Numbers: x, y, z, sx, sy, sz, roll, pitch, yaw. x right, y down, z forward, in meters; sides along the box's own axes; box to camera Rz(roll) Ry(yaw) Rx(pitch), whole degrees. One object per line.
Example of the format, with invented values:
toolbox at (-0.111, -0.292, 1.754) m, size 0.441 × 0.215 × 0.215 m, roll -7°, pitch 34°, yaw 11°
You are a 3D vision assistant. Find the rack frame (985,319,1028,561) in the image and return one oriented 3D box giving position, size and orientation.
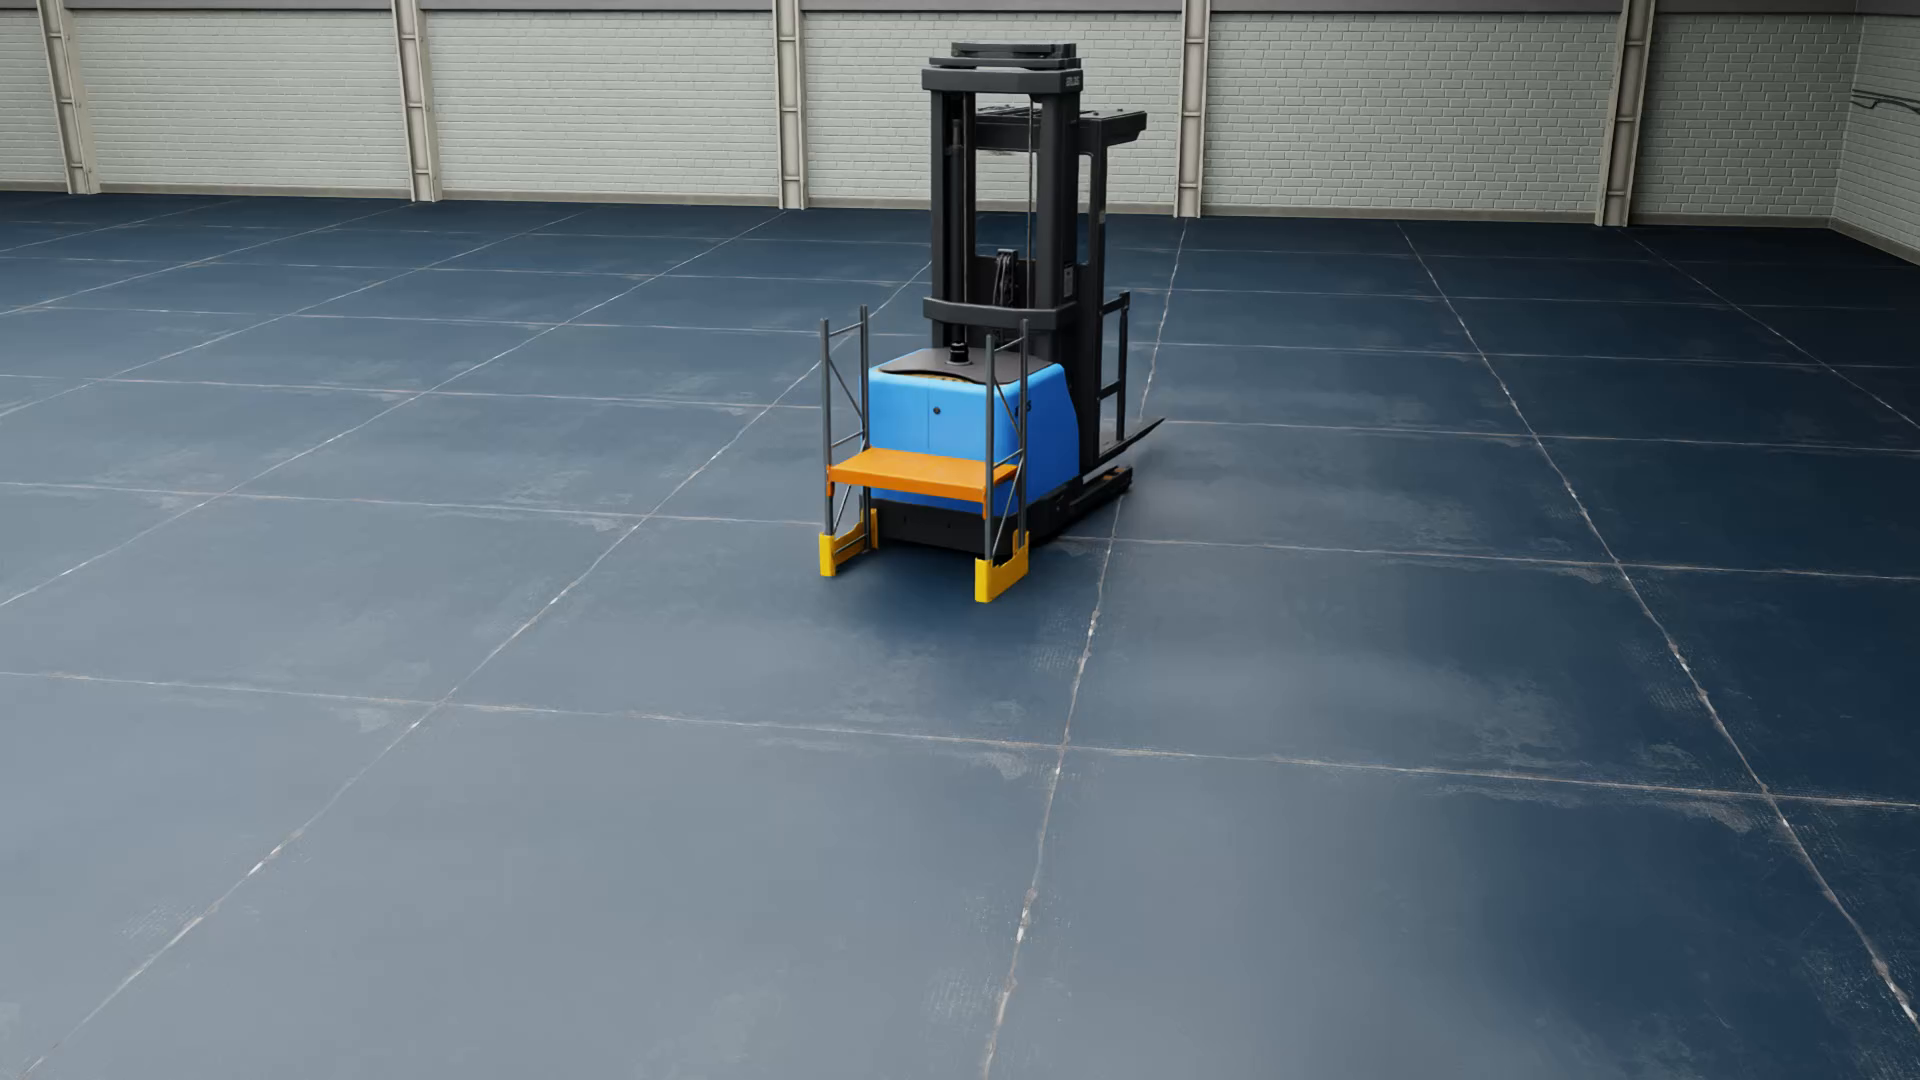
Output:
rack frame at (0.260, -0.443, 9.262) m, size 0.032 × 1.500 × 0.500 m, roll 9°, pitch 20°, yaw 24°

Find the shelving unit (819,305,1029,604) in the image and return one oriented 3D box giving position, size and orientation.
shelving unit at (-0.207, -0.513, 9.474) m, size 1.083 × 1.500 × 0.587 m, roll 9°, pitch 20°, yaw 24°

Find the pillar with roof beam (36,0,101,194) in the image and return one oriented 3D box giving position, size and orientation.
pillar with roof beam at (-15.082, -8.630, 21.915) m, size 0.400 × 9.000 × 9.100 m, roll 3°, pitch 19°, yaw 9°

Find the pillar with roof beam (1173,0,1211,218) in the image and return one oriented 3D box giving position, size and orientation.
pillar with roof beam at (2.690, -7.724, 19.207) m, size 0.400 × 9.000 × 9.100 m, roll 3°, pitch 19°, yaw 9°

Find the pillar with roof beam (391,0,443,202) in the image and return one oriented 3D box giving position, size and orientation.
pillar with roof beam at (-9.158, -8.328, 21.012) m, size 0.400 × 9.000 × 9.100 m, roll 3°, pitch 19°, yaw 9°

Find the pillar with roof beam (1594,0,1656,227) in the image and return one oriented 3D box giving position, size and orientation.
pillar with roof beam at (8.614, -7.422, 18.305) m, size 0.400 × 9.000 × 9.100 m, roll 3°, pitch 19°, yaw 9°

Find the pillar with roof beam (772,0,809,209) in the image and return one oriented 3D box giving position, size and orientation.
pillar with roof beam at (-3.234, -8.026, 20.110) m, size 0.400 × 9.000 × 9.100 m, roll 3°, pitch 19°, yaw 9°

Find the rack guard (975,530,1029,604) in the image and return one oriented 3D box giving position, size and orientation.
rack guard at (0.242, 0.148, 9.468) m, size 0.087 × 0.250 × 0.587 m, roll 9°, pitch 20°, yaw 24°

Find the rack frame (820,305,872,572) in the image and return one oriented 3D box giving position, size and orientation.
rack frame at (-0.658, -0.582, 9.678) m, size 0.032 × 1.500 × 0.500 m, roll 9°, pitch 20°, yaw 24°

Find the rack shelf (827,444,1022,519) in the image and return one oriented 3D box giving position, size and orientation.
rack shelf at (-0.199, -0.341, 9.527) m, size 1.000 × 0.185 × 0.538 m, roll 9°, pitch 20°, yaw 24°

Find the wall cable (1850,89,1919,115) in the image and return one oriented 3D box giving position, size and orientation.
wall cable at (11.996, -6.736, 21.147) m, size 0.112 × 2.526 × 3.097 m, roll 3°, pitch 19°, yaw 9°

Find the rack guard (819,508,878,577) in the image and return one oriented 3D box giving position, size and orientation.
rack guard at (-0.656, 0.011, 9.875) m, size 0.087 × 0.250 × 0.587 m, roll 9°, pitch 20°, yaw 24°

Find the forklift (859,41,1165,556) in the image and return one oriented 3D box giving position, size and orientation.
forklift at (0.516, -1.718, 10.819) m, size 1.130 × 2.935 × 3.031 m, roll 9°, pitch 21°, yaw 26°
